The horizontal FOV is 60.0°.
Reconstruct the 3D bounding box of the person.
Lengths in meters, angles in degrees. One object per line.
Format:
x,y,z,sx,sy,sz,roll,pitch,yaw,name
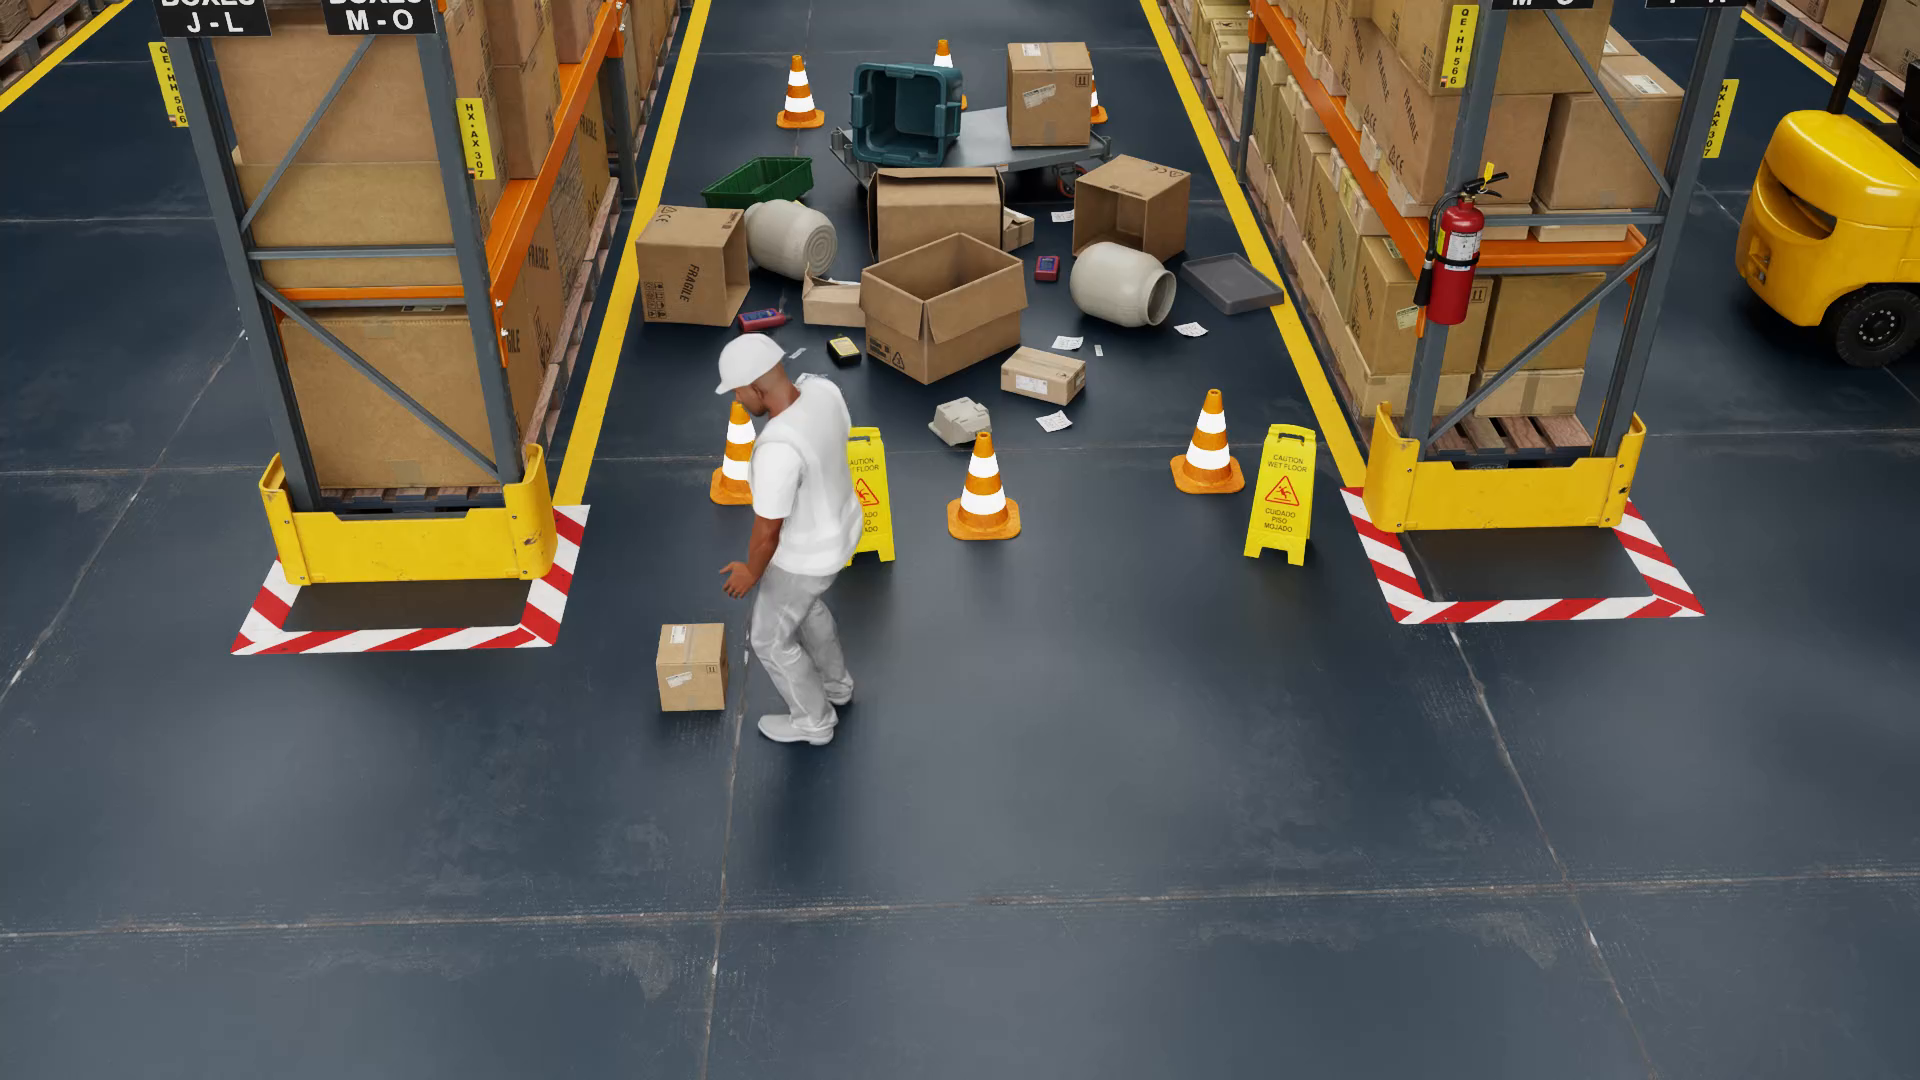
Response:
-0.621,0.014,6.158,0.472,1.707,0.595,10,36,14,person
